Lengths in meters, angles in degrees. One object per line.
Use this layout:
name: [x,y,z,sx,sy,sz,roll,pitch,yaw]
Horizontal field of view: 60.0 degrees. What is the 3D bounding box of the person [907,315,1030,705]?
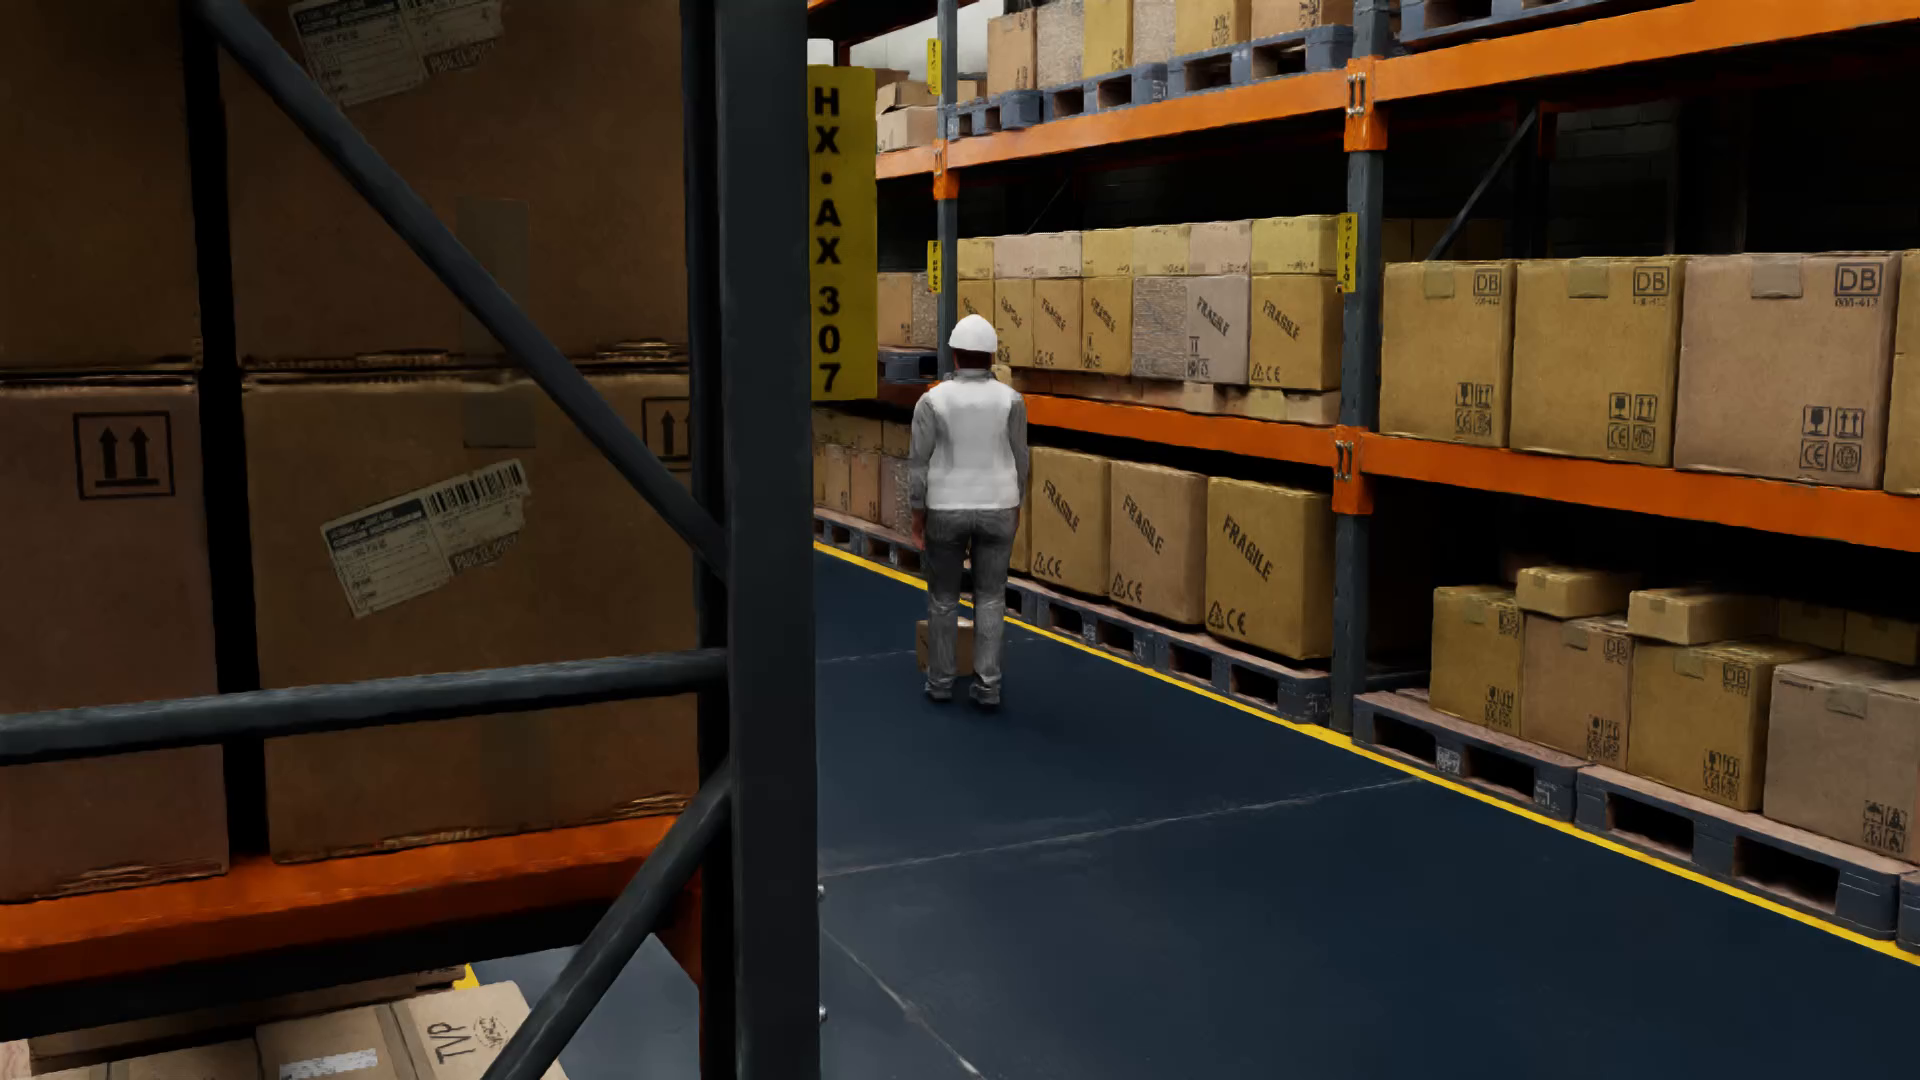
person: [0.036,-0.137,7.612,0.557,1.775,0.530,-1,8,-4]
